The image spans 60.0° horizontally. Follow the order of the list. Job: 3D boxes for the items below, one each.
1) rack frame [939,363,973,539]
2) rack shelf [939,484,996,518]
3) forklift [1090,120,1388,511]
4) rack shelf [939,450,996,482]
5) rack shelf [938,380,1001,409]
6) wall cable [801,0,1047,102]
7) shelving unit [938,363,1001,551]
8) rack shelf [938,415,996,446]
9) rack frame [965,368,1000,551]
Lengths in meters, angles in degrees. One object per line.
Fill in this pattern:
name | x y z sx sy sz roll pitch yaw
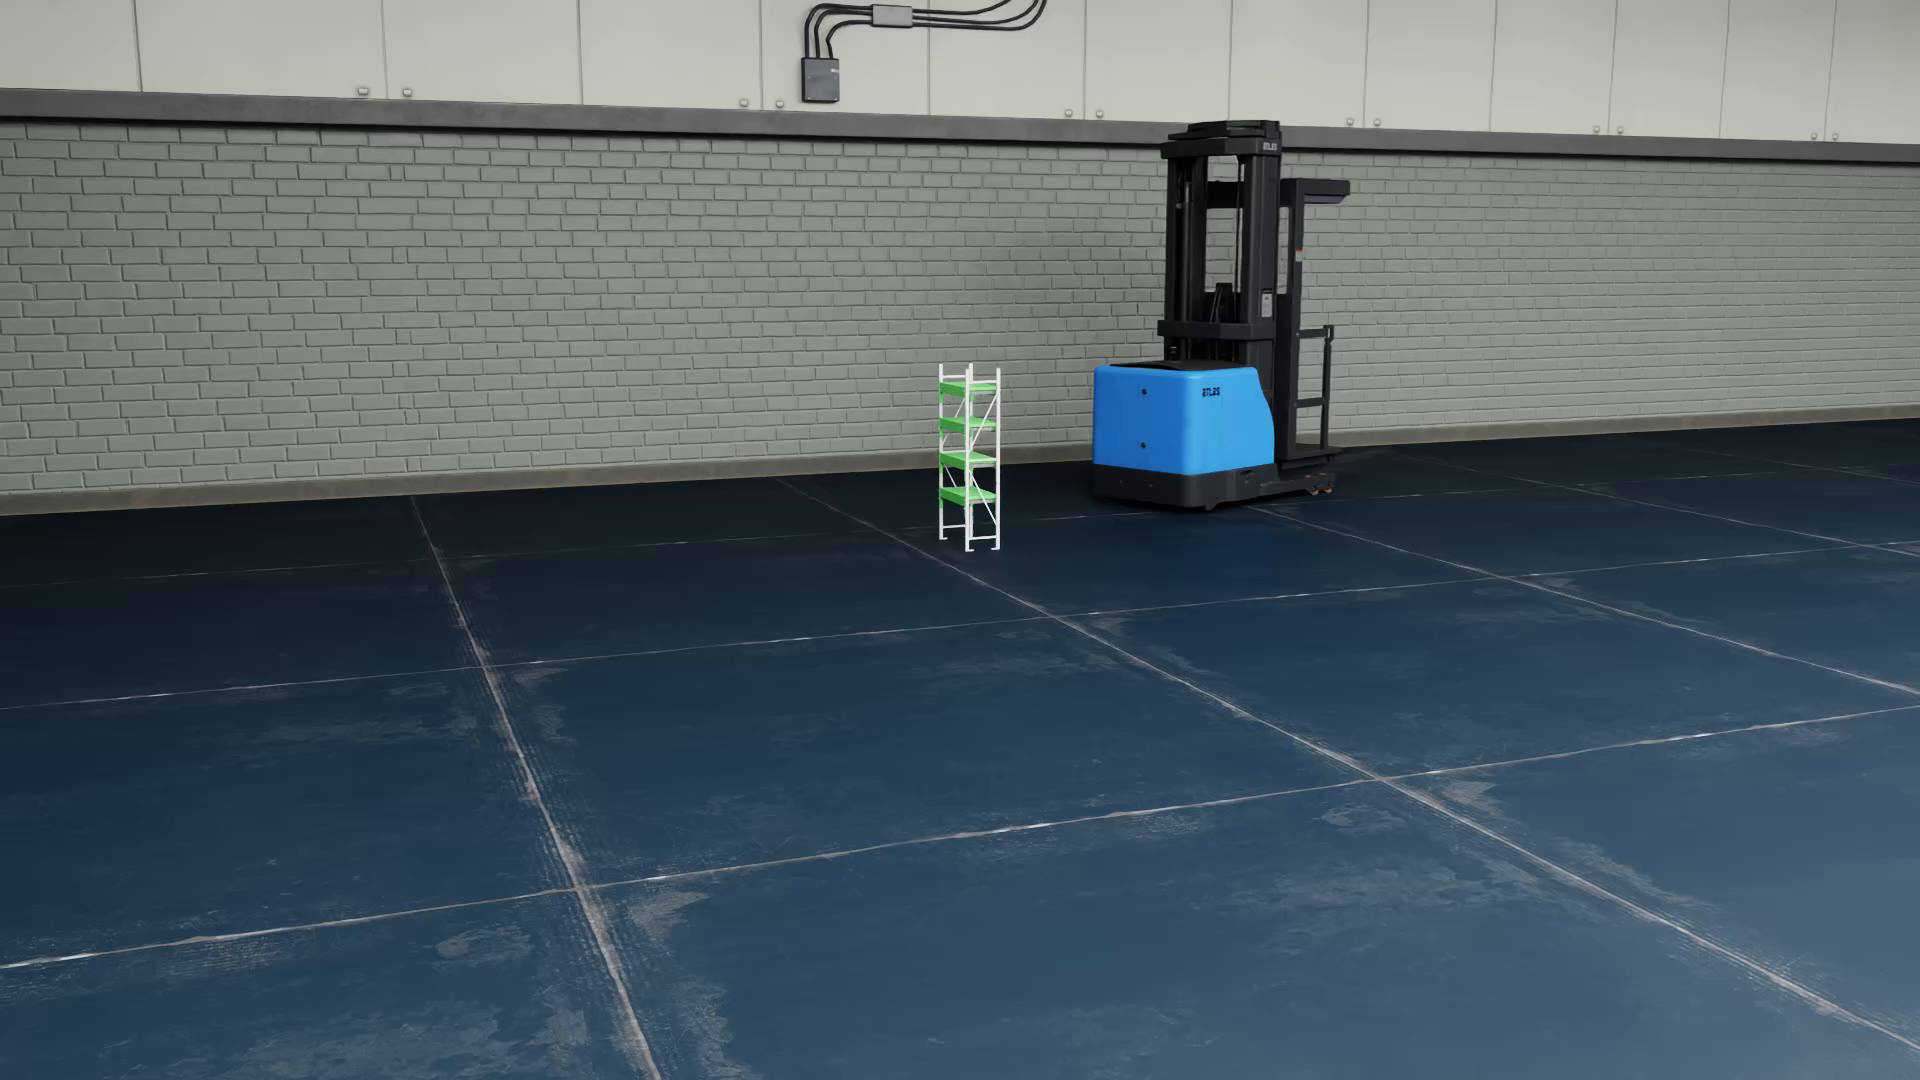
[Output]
rack frame | -0.028 -0.604 11.387 0.240 1.200 0.015 -4 11 -21
rack shelf | 0.060 -0.265 11.216 0.258 0.148 0.480 -4 11 -21
forklift | 2.426 -1.859 13.504 3.031 2.935 1.130 -10 14 -44
rack shelf | 0.060 -0.501 11.174 0.258 0.148 0.480 -4 11 -21
rack shelf | 0.060 -0.973 11.090 0.258 0.148 0.480 -4 11 -21
wall cable | -0.245 -6.749 13.955 2.305 6.003 0.169 -4 11 -21
shelving unit | 0.060 -0.564 11.163 0.258 1.200 0.503 -4 11 -21
rack shelf | 0.060 -0.737 11.132 0.258 0.148 0.480 -4 11 -21
rack frame | 0.148 -0.524 10.939 0.240 1.200 0.015 -4 11 -21
